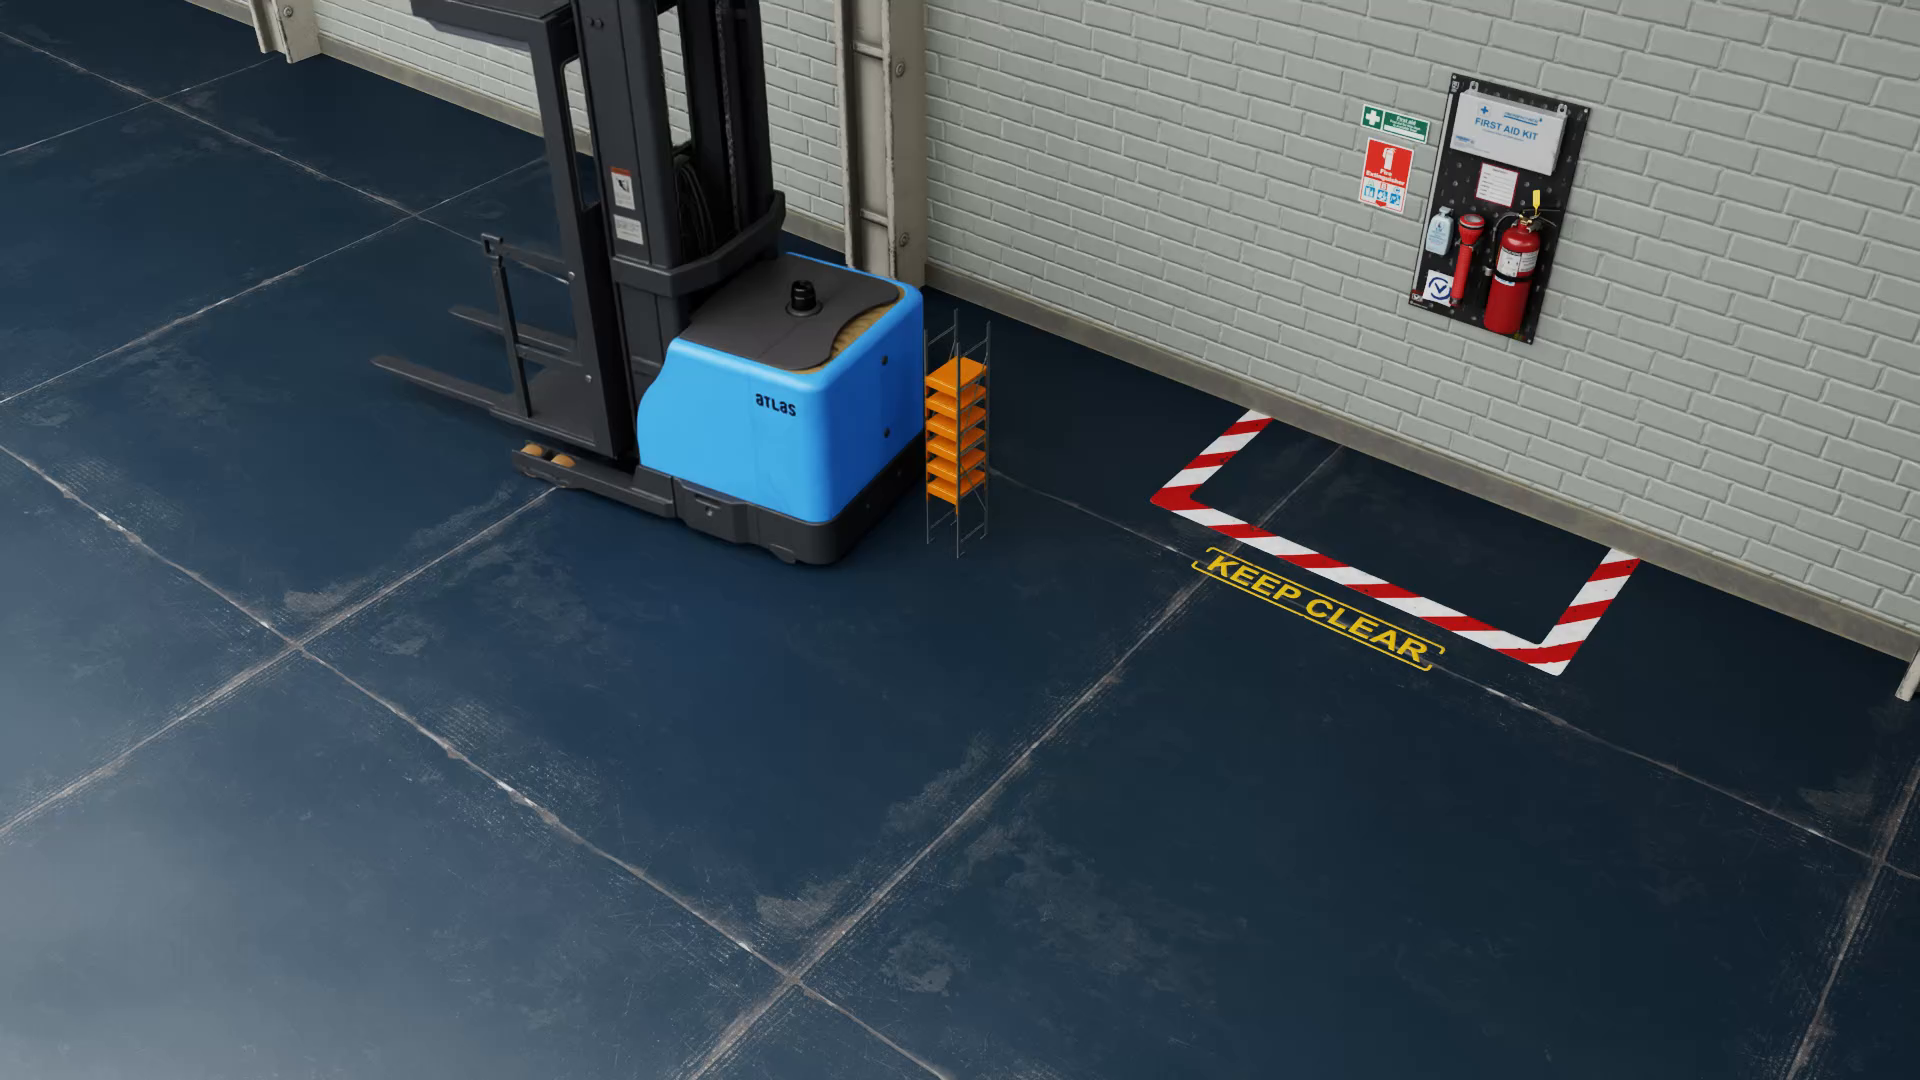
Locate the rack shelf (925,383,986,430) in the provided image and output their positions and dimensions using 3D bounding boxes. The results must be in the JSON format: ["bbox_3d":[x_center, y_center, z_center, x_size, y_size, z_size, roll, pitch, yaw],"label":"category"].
[{"bbox_3d":[-0.012,-0.632,7.627,0.180,0.103,0.258,25,45,29],"label":"rack shelf"}]

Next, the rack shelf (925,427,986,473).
[{"bbox_3d":[-0.012,-0.443,7.775,0.180,0.103,0.258,25,45,29],"label":"rack shelf"}]

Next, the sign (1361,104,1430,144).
[{"bbox_3d":[2.006,-1.920,7.671,0.331,0.109,0.001,25,45,29],"label":"sign"}]

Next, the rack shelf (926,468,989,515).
[{"bbox_3d":[-0.011,-0.254,7.923,0.180,0.103,0.258,25,45,29],"label":"rack shelf"}]

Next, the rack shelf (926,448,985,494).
[{"bbox_3d":[-0.011,-0.348,7.849,0.180,0.103,0.258,25,45,29],"label":"rack shelf"}]

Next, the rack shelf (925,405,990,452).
[{"bbox_3d":[-0.012,-0.537,7.701,0.180,0.103,0.258,25,45,29],"label":"rack shelf"}]

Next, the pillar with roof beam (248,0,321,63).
[{"bbox_3d":[-7.823,-5.250,7.517,0.400,9.000,9.100,25,45,29],"label":"pillar with roof beam"}]

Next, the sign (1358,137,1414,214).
[{"bbox_3d":[2.007,-1.718,7.842,0.234,0.329,0.001,25,45,29],"label":"sign"}]

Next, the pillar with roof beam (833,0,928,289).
[{"bbox_3d":[-3.058,-3.003,4.647,0.400,9.000,9.100,25,45,29],"label":"pillar with roof beam"}]

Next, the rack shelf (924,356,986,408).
[{"bbox_3d":[-0.012,-0.726,7.553,0.180,0.103,0.258,25,45,29],"label":"rack shelf"}]

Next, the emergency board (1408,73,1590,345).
[{"bbox_3d":[2.384,-1.446,7.524,0.643,1.169,0.194,25,45,29],"label":"emergency board"}]

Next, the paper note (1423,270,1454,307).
[{"bbox_3d":[2.285,-1.199,7.924,0.142,0.148,0.016,25,45,29],"label":"paper note"}]

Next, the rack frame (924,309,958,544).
[{"bbox_3d":[-0.084,-0.512,7.792,0.006,1.200,0.240,25,45,29],"label":"rack frame"}]

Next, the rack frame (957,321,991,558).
[{"bbox_3d":[0.061,-0.444,7.704,0.006,1.200,0.240,25,45,29],"label":"rack frame"}]

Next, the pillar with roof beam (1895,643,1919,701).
[{"bbox_3d":[1.708,-0.756,1.777,0.400,9.000,9.100,25,45,29],"label":"pillar with roof beam"}]

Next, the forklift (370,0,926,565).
[{"bbox_3d":[-1.702,-1.685,7.886,3.031,2.935,1.130,19,42,22],"label":"forklift"}]

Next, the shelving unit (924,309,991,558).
[{"bbox_3d":[-0.012,-0.478,7.748,0.189,1.200,0.258,25,45,29],"label":"shelving unit"}]
